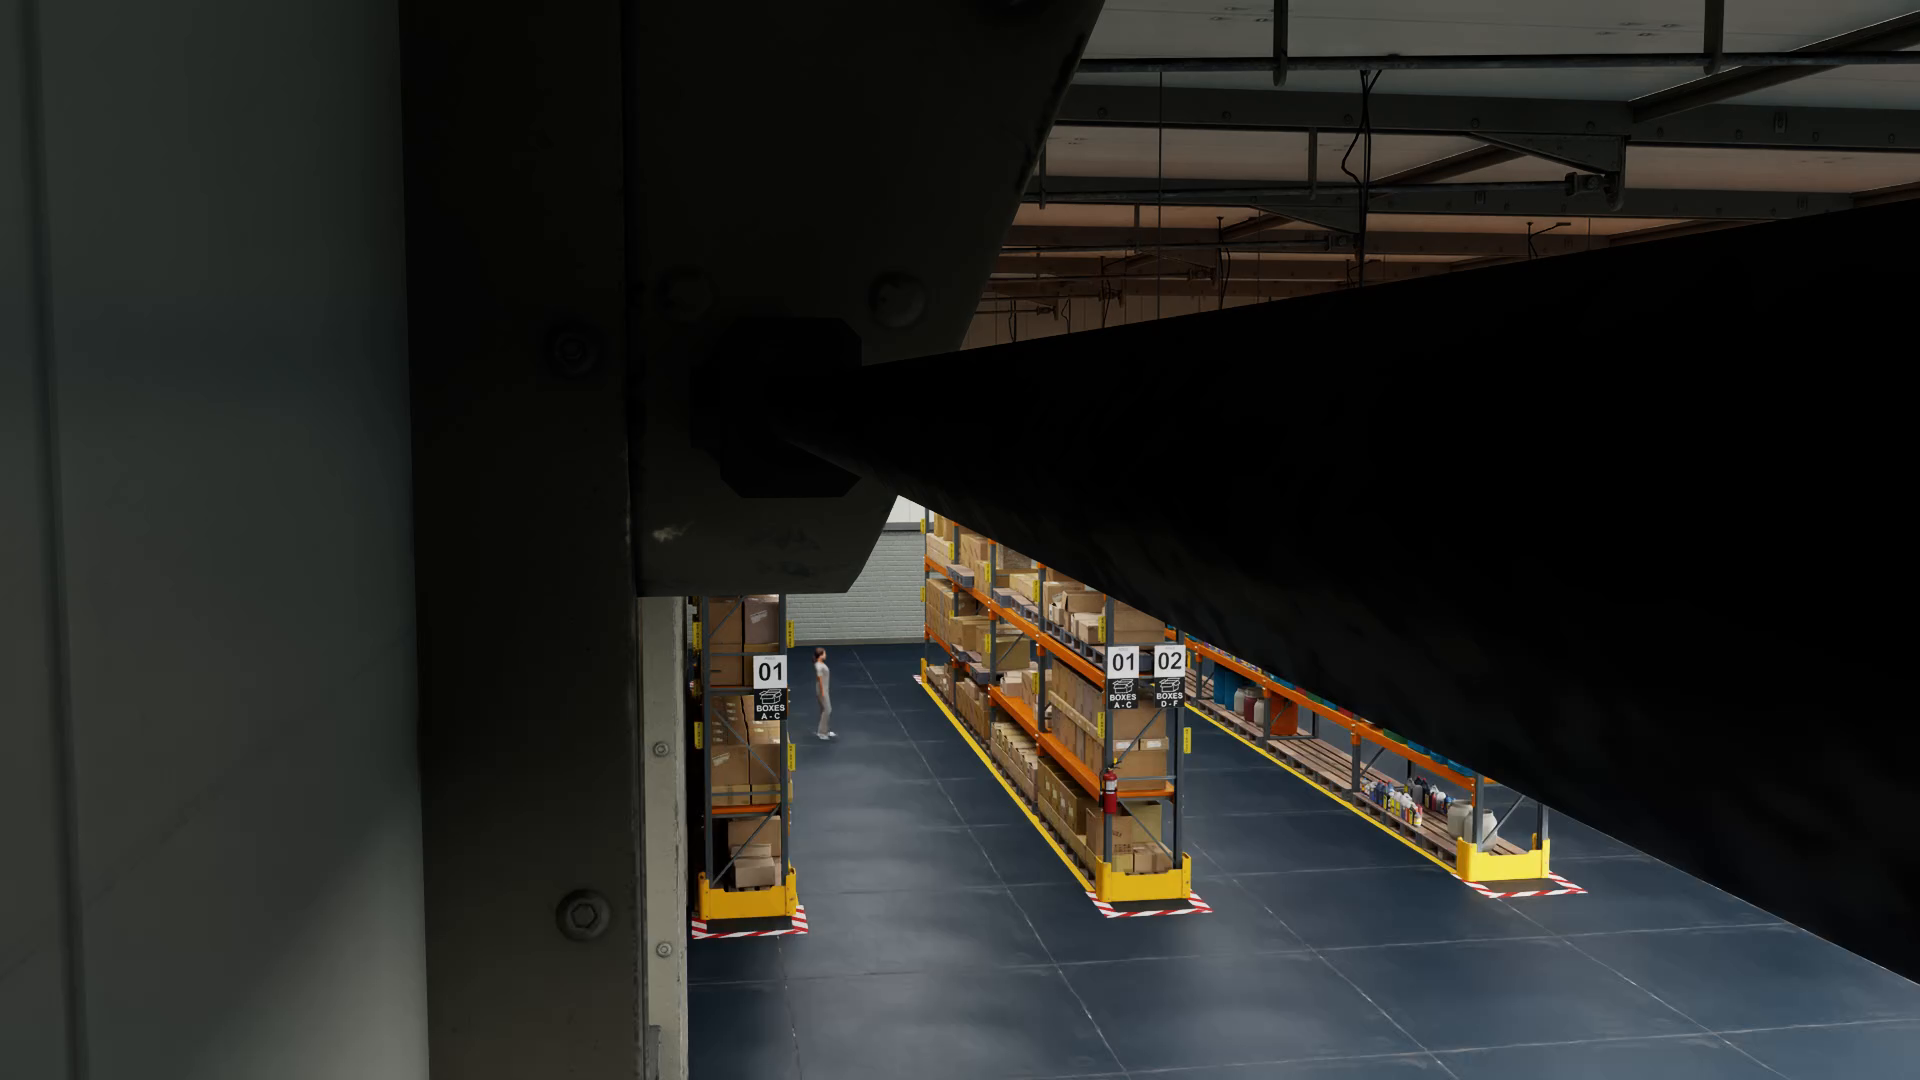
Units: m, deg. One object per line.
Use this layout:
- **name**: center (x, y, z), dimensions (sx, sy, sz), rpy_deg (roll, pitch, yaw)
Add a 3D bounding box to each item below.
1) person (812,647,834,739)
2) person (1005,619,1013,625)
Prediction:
- **person**: center (-2.538, 2.832, 30.714), dimensions (0.417, 1.723, 0.506), rpy_deg (0, 5, 0)
- **person**: center (1.012, 2.218, 37.426), dimensions (1.032, 1.653, 0.614), rpy_deg (5, 7, 42)
